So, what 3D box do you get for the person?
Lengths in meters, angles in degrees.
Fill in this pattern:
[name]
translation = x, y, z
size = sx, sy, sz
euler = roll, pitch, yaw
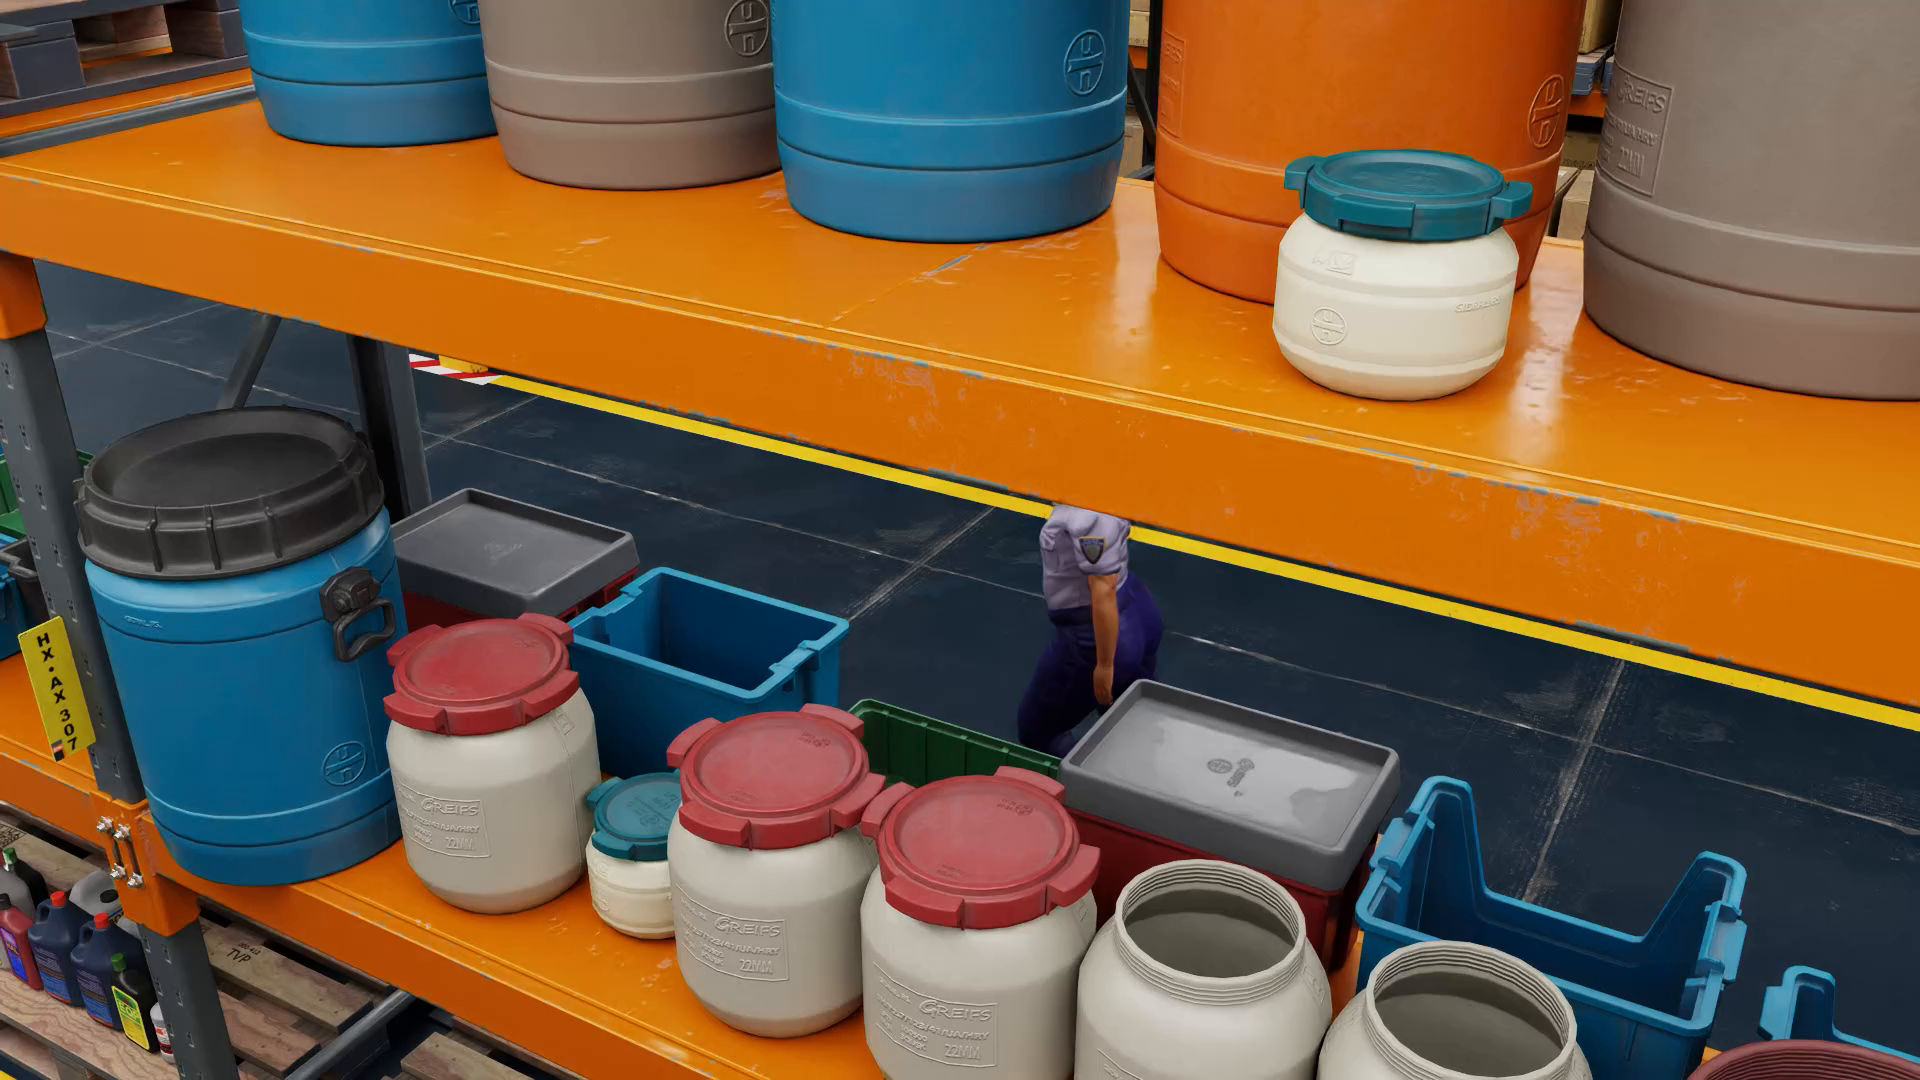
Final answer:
[person]
translation = 0.482, 0.346, 5.488
size = 0.501, 1.669, 0.512
euler = 10, 29, 20
